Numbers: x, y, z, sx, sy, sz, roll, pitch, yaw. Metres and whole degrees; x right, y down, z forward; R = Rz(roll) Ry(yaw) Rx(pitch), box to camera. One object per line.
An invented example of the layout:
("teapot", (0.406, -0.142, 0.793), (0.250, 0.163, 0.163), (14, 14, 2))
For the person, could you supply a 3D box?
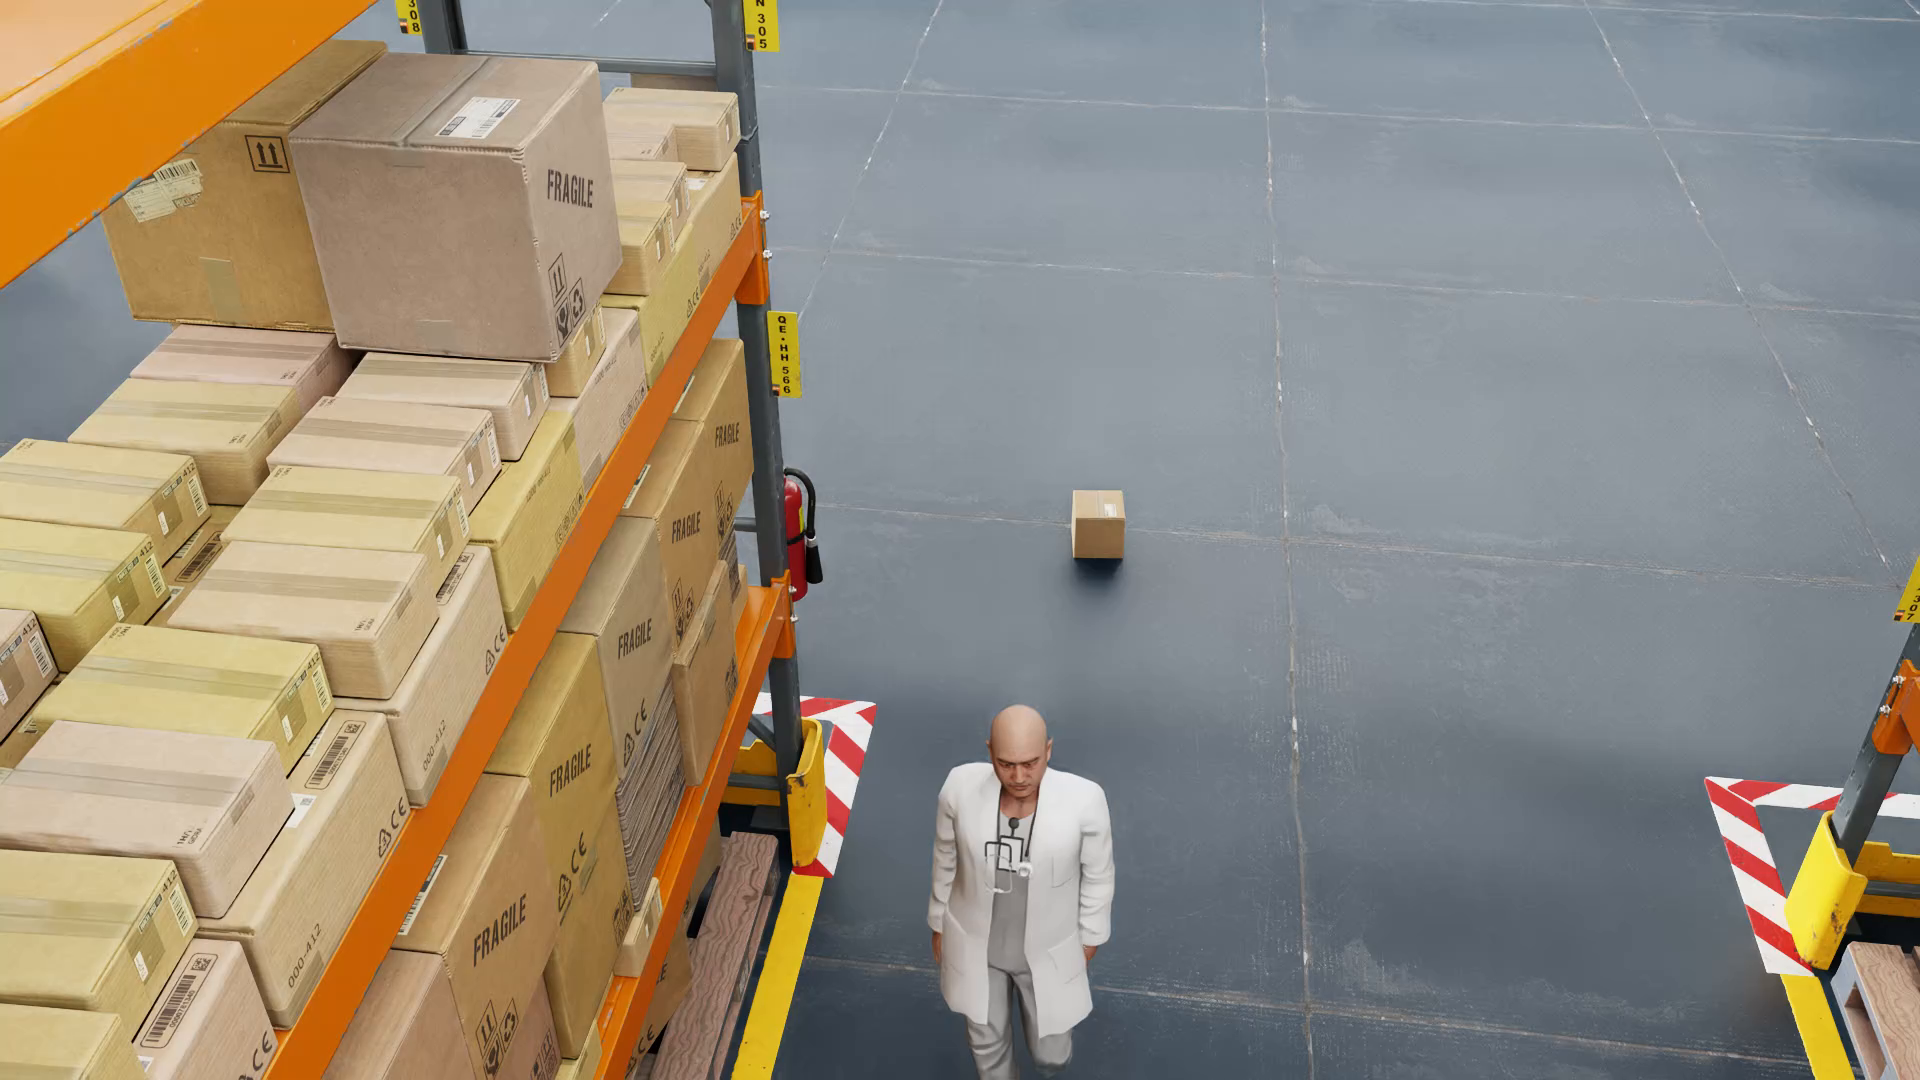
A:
("person", (0.184, 1.235, 5.294), (0.586, 1.765, 0.645), (7, 36, 10))
